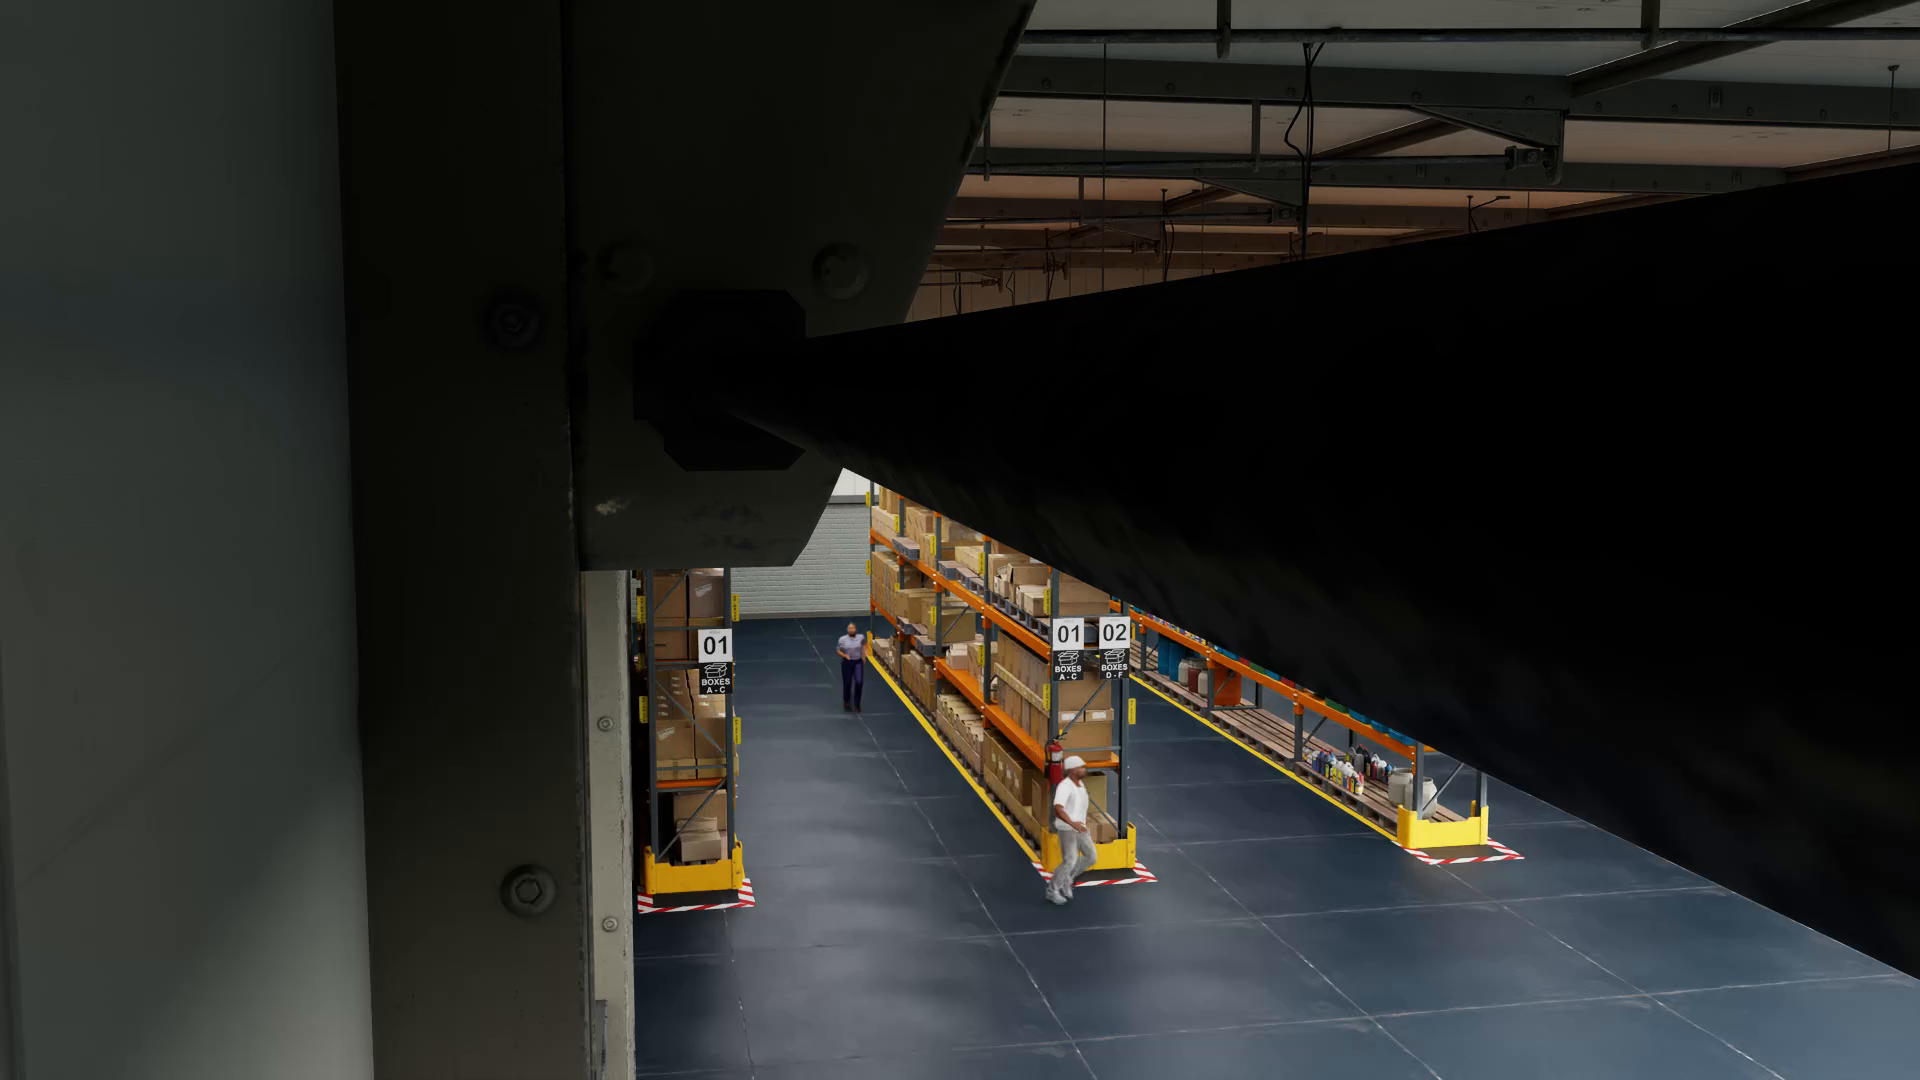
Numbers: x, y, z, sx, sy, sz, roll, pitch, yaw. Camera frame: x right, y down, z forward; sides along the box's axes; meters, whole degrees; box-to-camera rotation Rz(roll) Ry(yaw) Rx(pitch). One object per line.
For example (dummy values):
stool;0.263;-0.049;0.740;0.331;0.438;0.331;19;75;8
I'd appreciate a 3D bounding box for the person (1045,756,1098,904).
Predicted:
person;1.365;3.413;19.754;0.563;1.699;0.765;3;7;28

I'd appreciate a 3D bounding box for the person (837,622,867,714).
person;-1.985;2.341;30.601;0.556;1.697;0.760;0;6;-4
